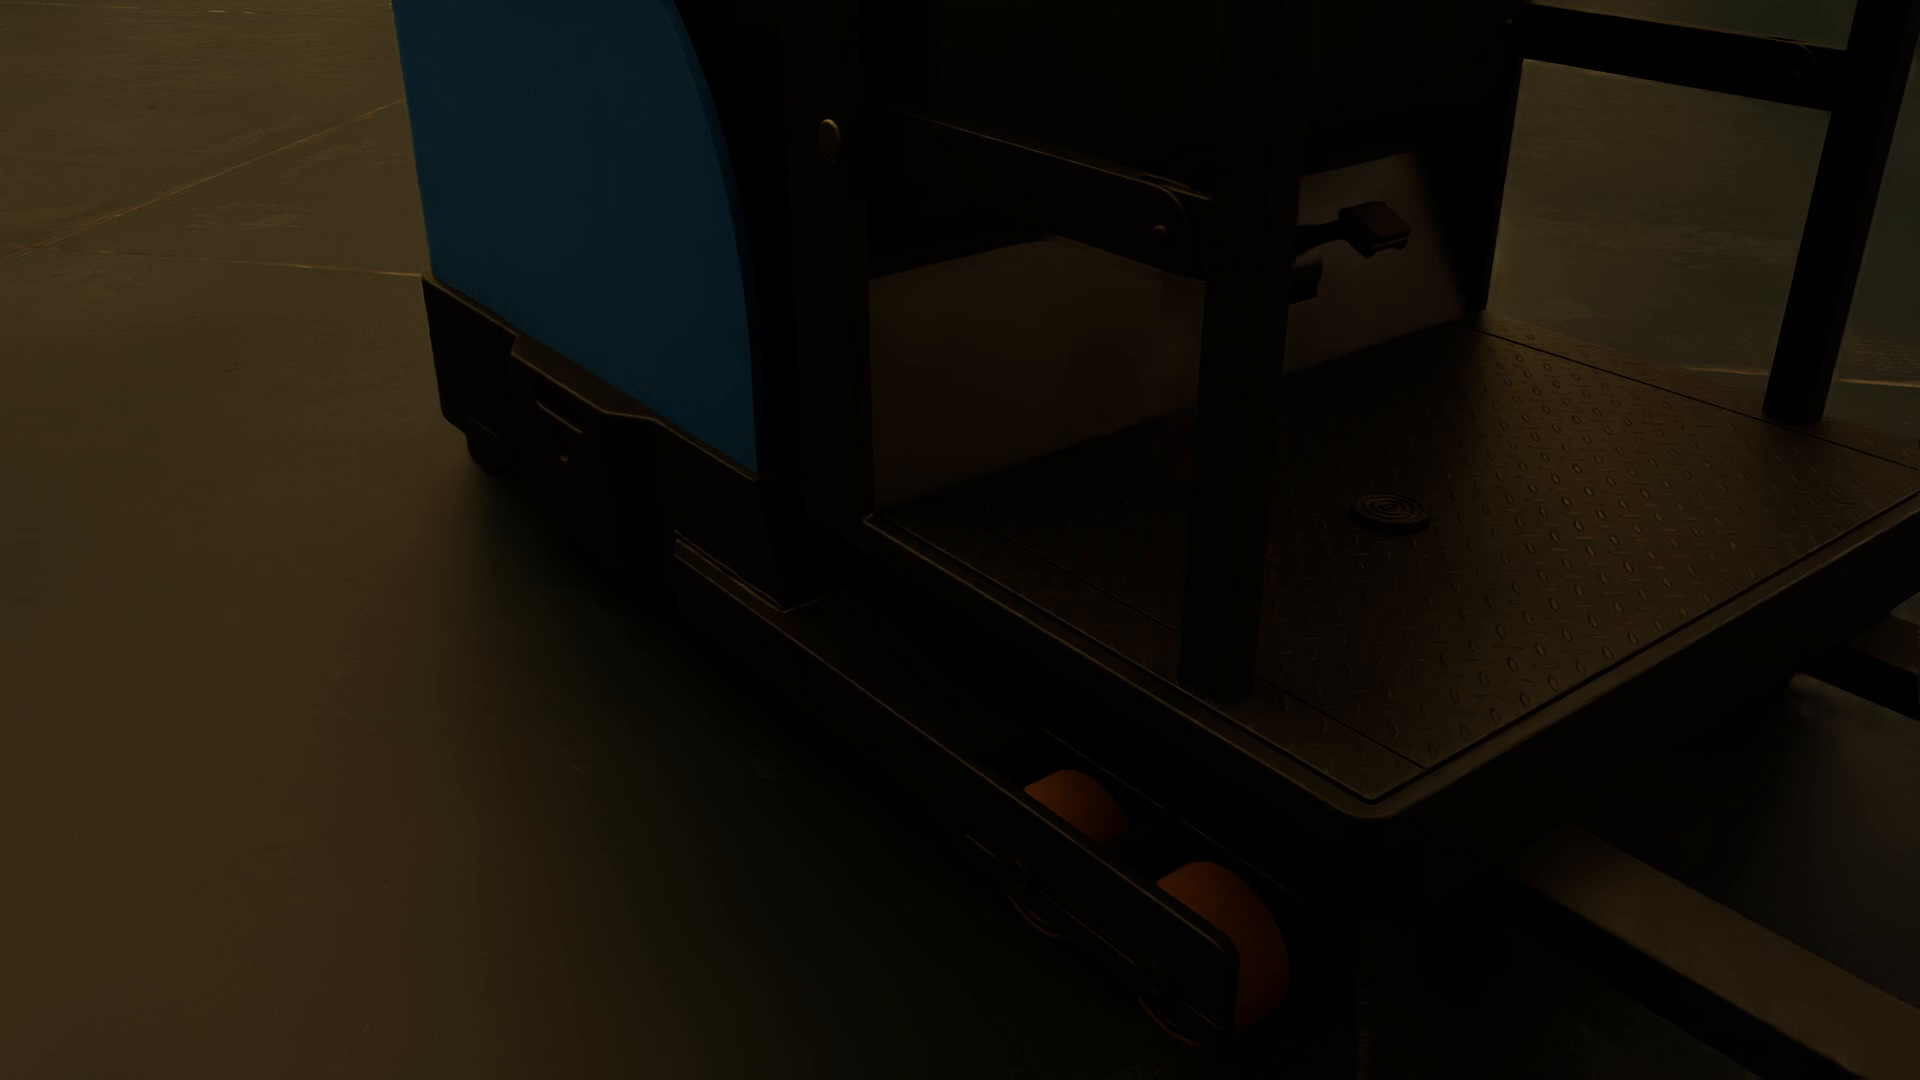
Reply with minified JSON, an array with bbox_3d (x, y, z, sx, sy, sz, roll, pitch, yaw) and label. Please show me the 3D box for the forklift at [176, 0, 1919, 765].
[{"bbox_3d":[0.681,-1.292,1.807,3.031,2.935,1.130,2,27,4],"label":"forklift"}]
